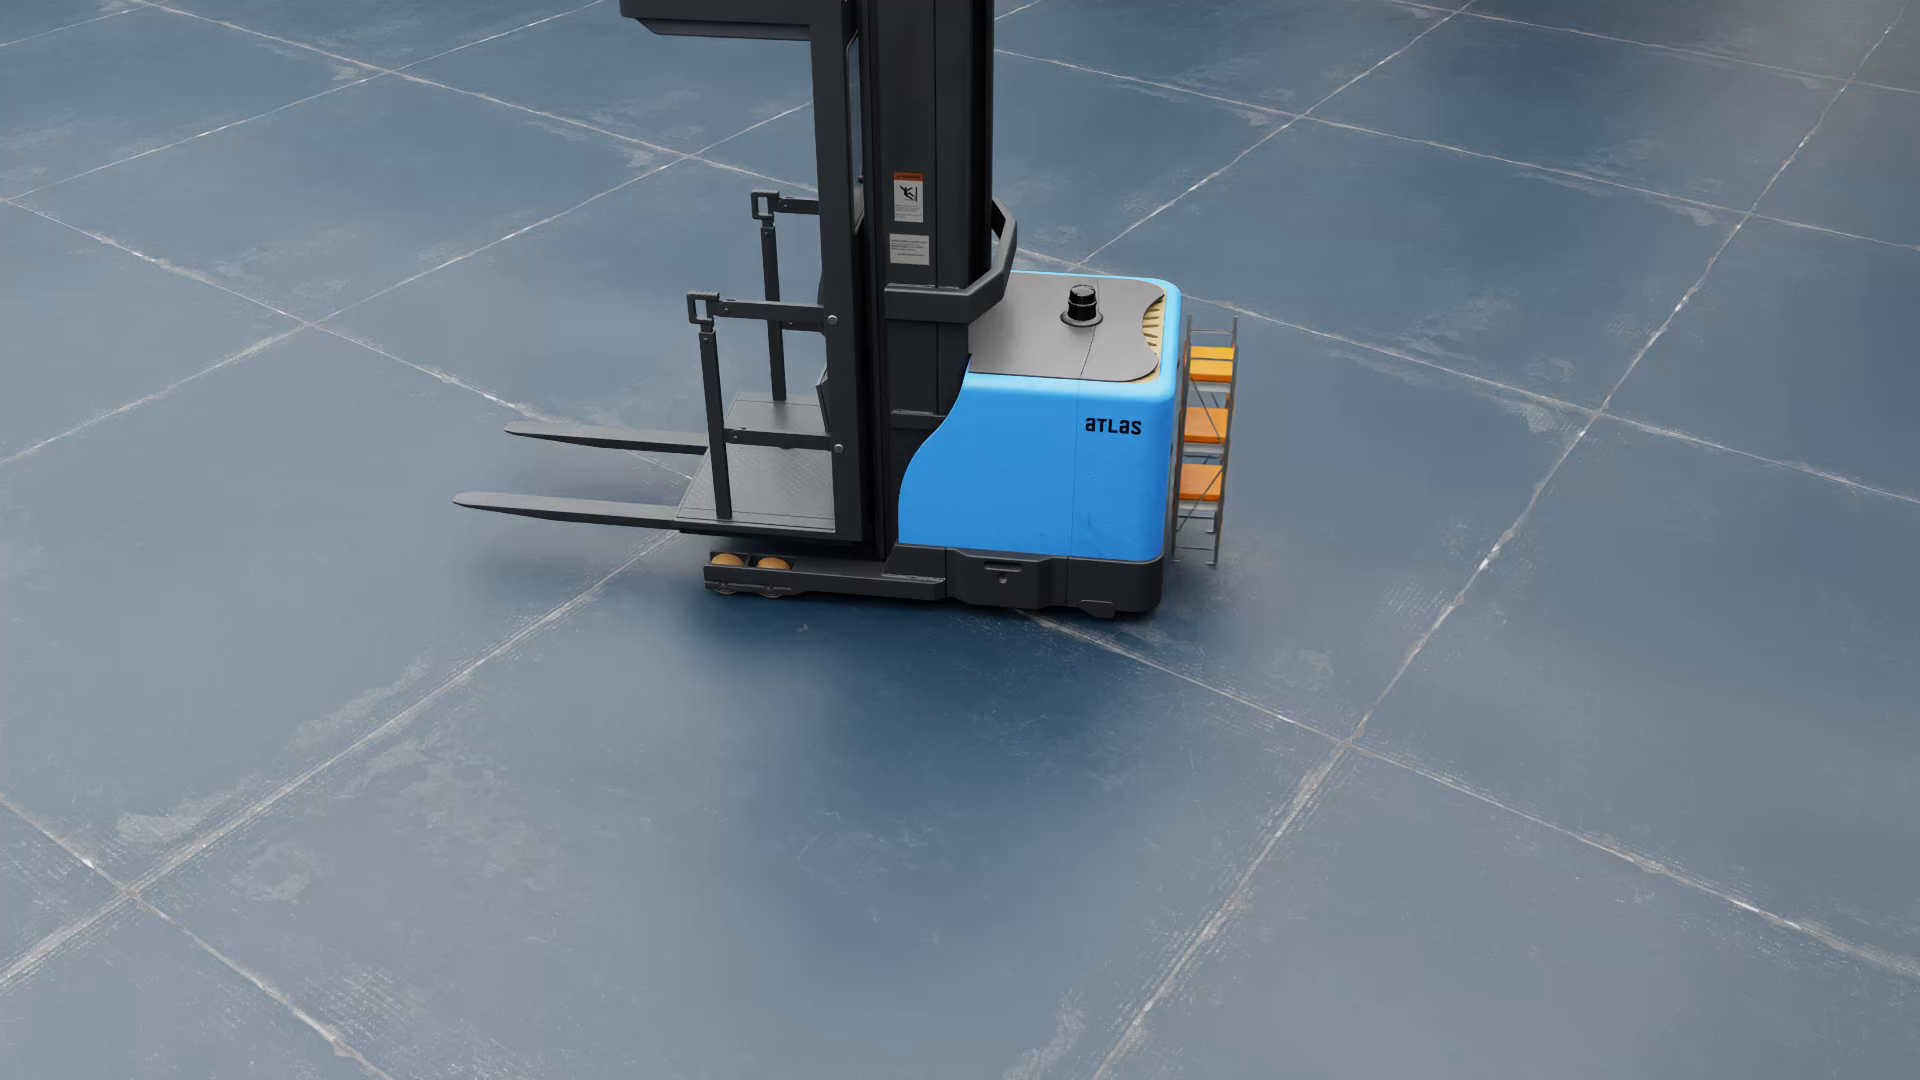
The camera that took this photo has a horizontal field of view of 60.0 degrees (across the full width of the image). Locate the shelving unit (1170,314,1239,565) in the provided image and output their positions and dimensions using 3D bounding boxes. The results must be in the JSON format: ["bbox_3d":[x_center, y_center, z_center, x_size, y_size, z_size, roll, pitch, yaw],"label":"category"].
[{"bbox_3d":[1.010,-0.405,6.910,0.215,1.050,0.252,4,34,6],"label":"shelving unit"}]

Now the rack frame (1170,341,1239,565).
[{"bbox_3d":[0.995,-0.337,6.810,0.200,1.050,0.008,4,34,6],"label":"rack frame"}]

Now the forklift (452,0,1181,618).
[{"bbox_3d":[-0.625,-1.263,6.501,3.031,2.935,1.130,4,34,7],"label":"forklift"}]

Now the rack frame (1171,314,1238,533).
[{"bbox_3d":[1.025,-0.472,7.010,0.200,1.050,0.008,4,34,6],"label":"rack frame"}]

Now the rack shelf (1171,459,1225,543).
[{"bbox_3d":[1.011,-0.166,7.072,0.215,0.259,0.240,4,34,6],"label":"rack shelf"}]

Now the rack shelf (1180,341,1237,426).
[{"bbox_3d":[1.009,-0.631,6.757,0.215,0.259,0.240,4,34,6],"label":"rack shelf"}]

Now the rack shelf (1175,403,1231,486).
[{"bbox_3d":[1.010,-0.396,6.916,0.215,0.259,0.240,4,34,6],"label":"rack shelf"}]
